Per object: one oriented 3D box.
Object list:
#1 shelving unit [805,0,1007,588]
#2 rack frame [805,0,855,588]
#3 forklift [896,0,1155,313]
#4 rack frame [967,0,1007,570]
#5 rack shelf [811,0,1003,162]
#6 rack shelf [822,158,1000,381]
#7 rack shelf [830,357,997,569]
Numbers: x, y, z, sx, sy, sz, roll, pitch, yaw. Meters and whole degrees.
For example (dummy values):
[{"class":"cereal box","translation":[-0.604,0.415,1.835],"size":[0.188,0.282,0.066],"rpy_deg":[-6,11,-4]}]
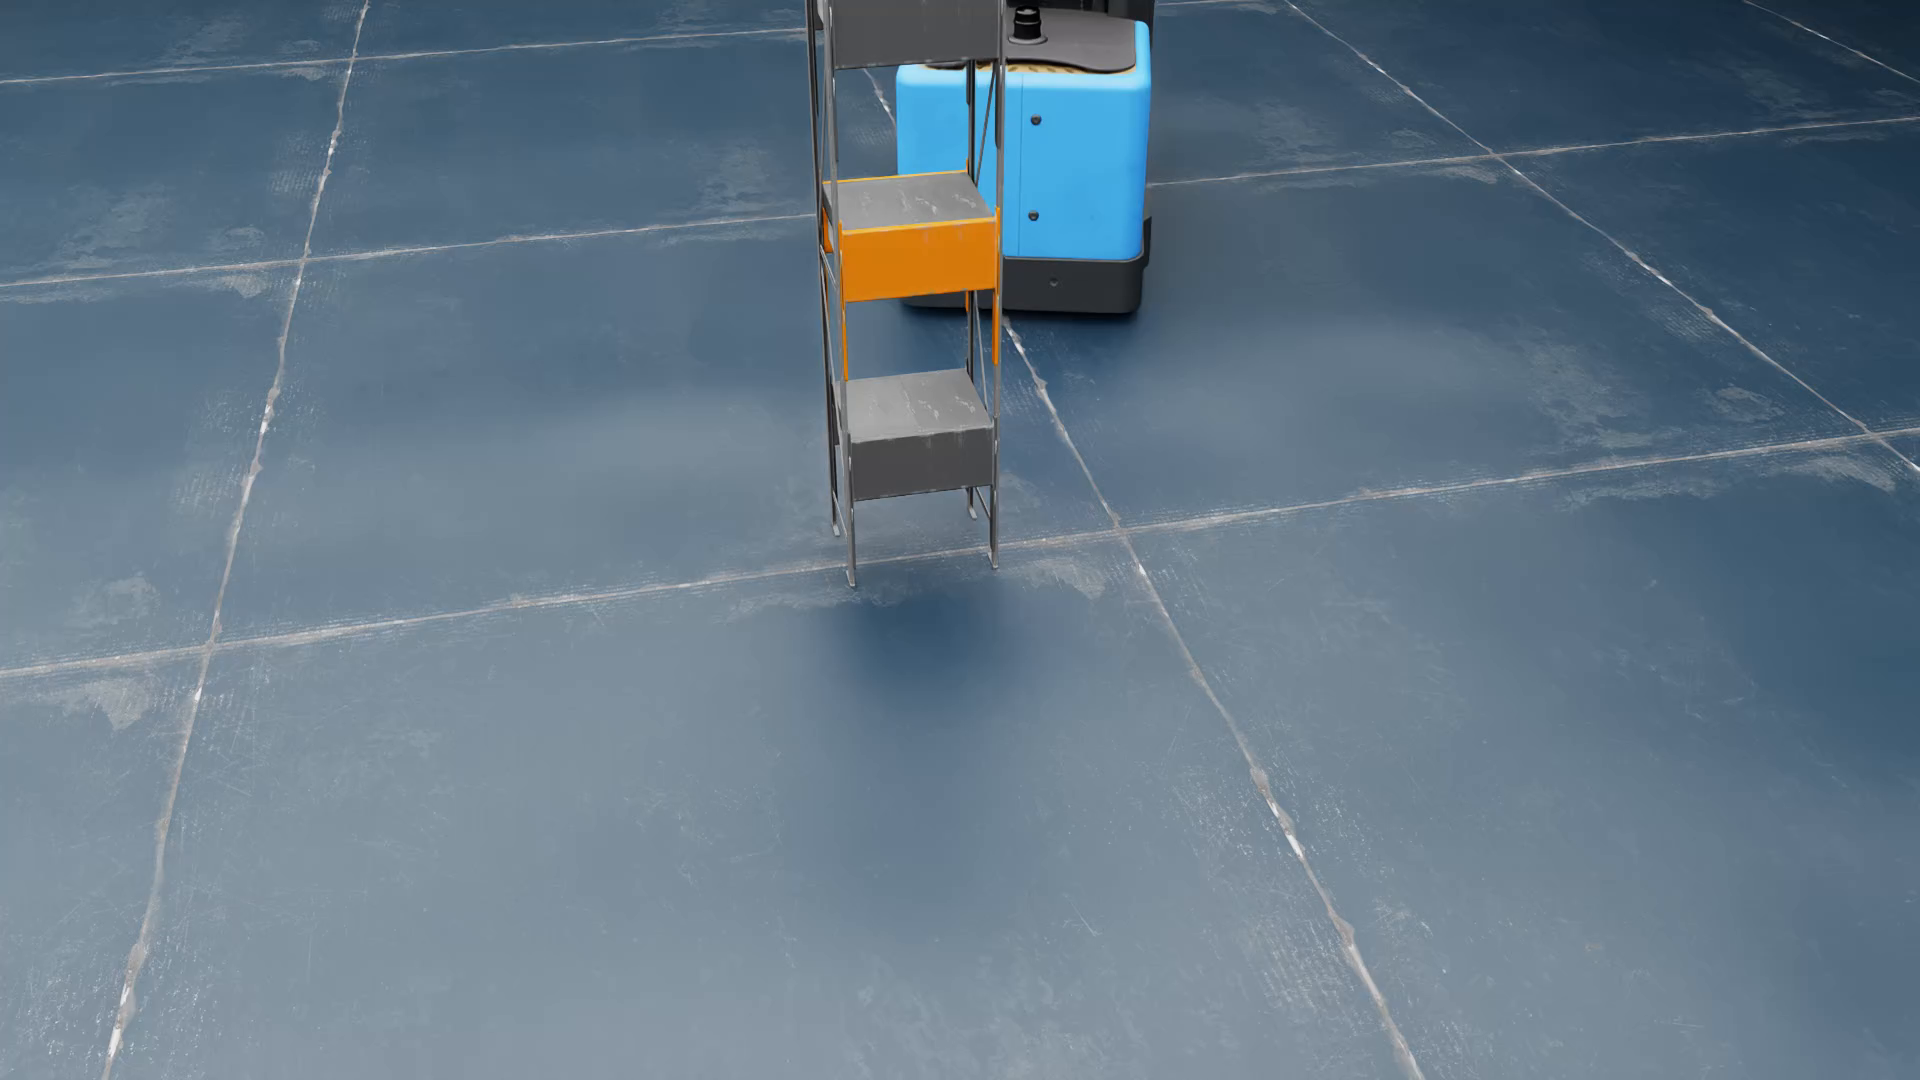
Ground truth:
[{"class":"shelving unit","translation":[-0.161,-0.852,5.135],"size":[0.503,2.100,0.431],"rpy_deg":[-7,35,-11]},{"class":"rack frame","translation":[-0.399,-0.822,5.090],"size":[0.015,2.100,0.400],"rpy_deg":[-7,35,-11]},{"class":"forklift","translation":[0.364,-2.978,7.557],"size":[1.130,2.935,3.031],"rpy_deg":[3,34,4]},{"class":"rack frame","translation":[0.077,-0.882,5.179],"size":[0.015,2.100,0.400],"rpy_deg":[-7,35,-11]},{"class":"rack shelf","translation":[-0.161,-1.421,4.752],"size":[0.480,0.518,0.431],"rpy_deg":[-7,35,-11]},{"class":"rack shelf","translation":[-0.161,-0.840,5.142],"size":[0.480,0.518,0.431],"rpy_deg":[-7,35,-11]},{"class":"rack shelf","translation":[-0.161,-0.259,5.532],"size":[0.480,0.518,0.431],"rpy_deg":[-7,35,-11]}]
